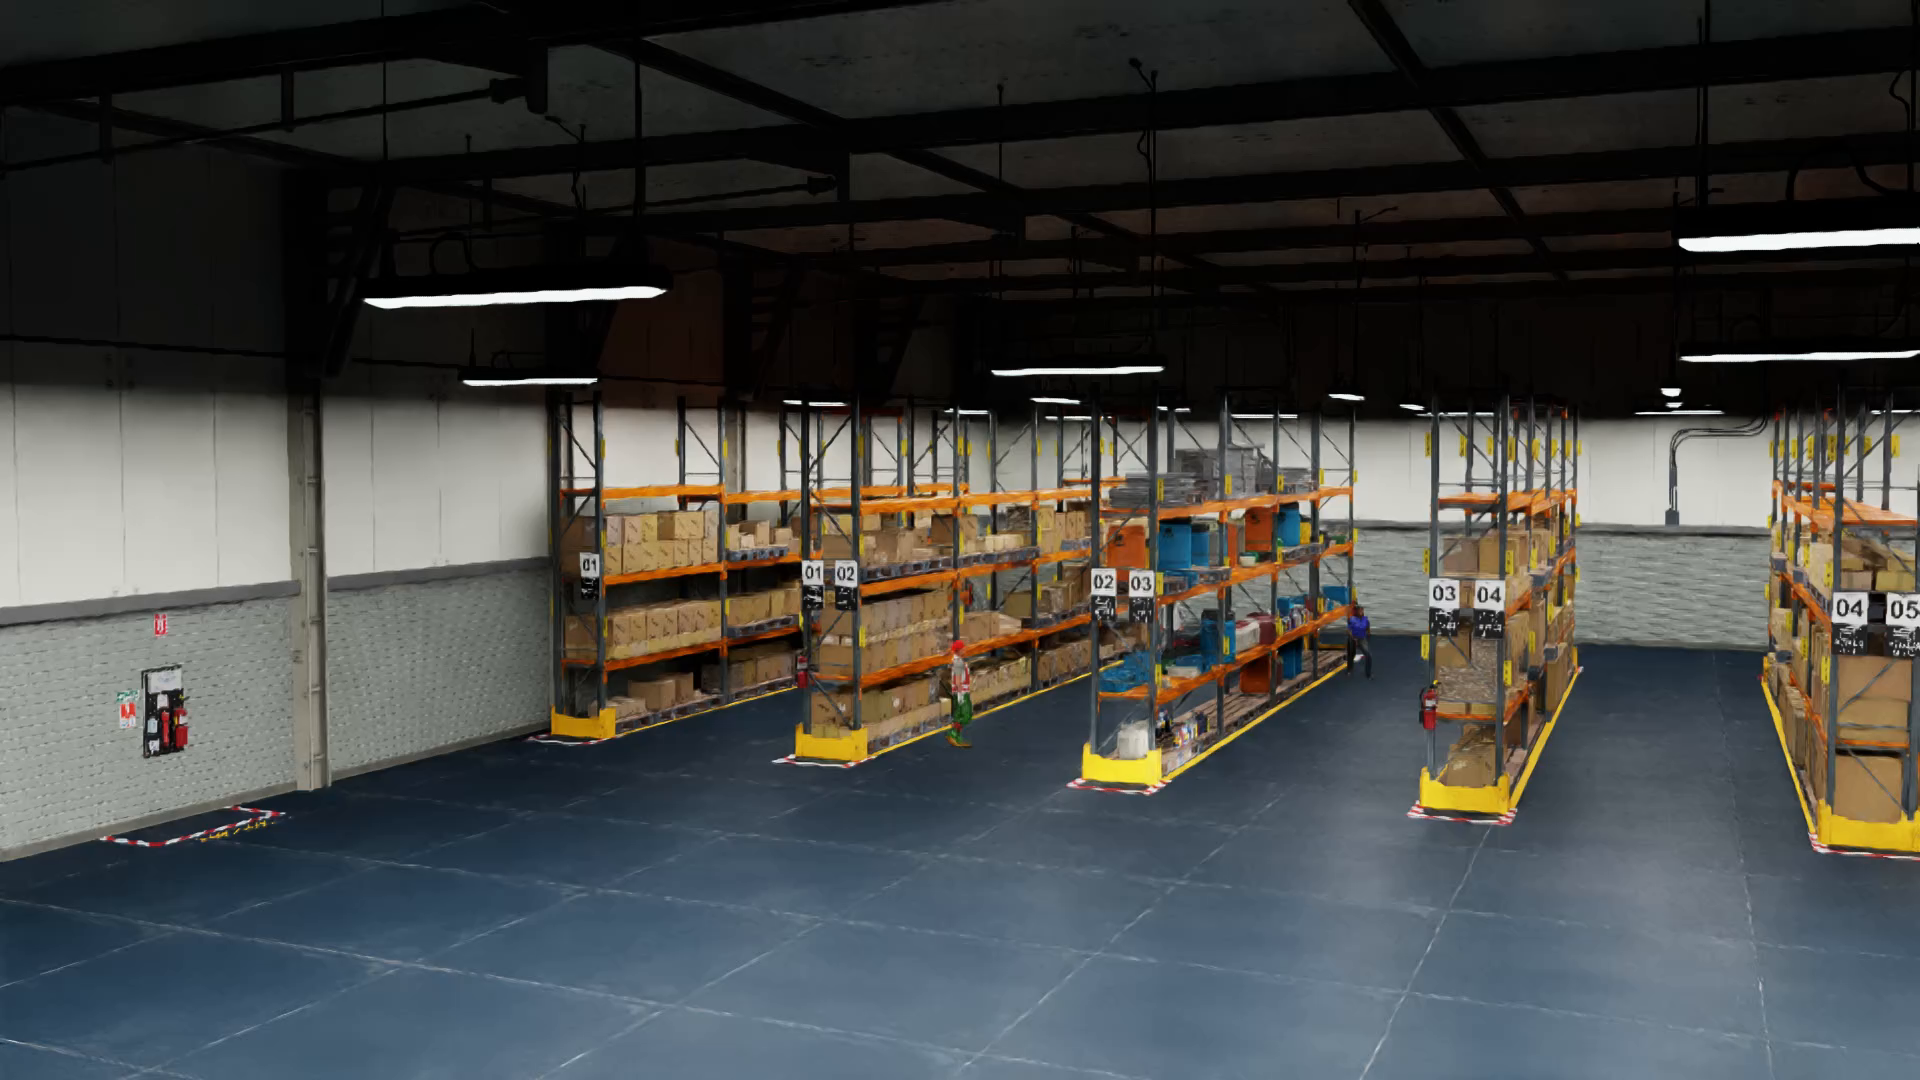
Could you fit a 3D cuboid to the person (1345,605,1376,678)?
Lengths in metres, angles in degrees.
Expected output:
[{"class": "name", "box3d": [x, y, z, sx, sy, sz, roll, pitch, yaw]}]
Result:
[{"class": "person", "box3d": [8.672, 2.209, 36.150, 0.588, 1.594, 0.720, 0, 3, -1]}]

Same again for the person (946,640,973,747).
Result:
[{"class": "person", "box3d": [-0.027, 2.571, 27.779, 0.443, 1.786, 0.594, 0, 3, -5]}]

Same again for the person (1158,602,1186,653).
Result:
[{"class": "person", "box3d": [4.895, 2.026, 38.407, 0.677, 1.726, 0.574, 1, 3, 21]}]
